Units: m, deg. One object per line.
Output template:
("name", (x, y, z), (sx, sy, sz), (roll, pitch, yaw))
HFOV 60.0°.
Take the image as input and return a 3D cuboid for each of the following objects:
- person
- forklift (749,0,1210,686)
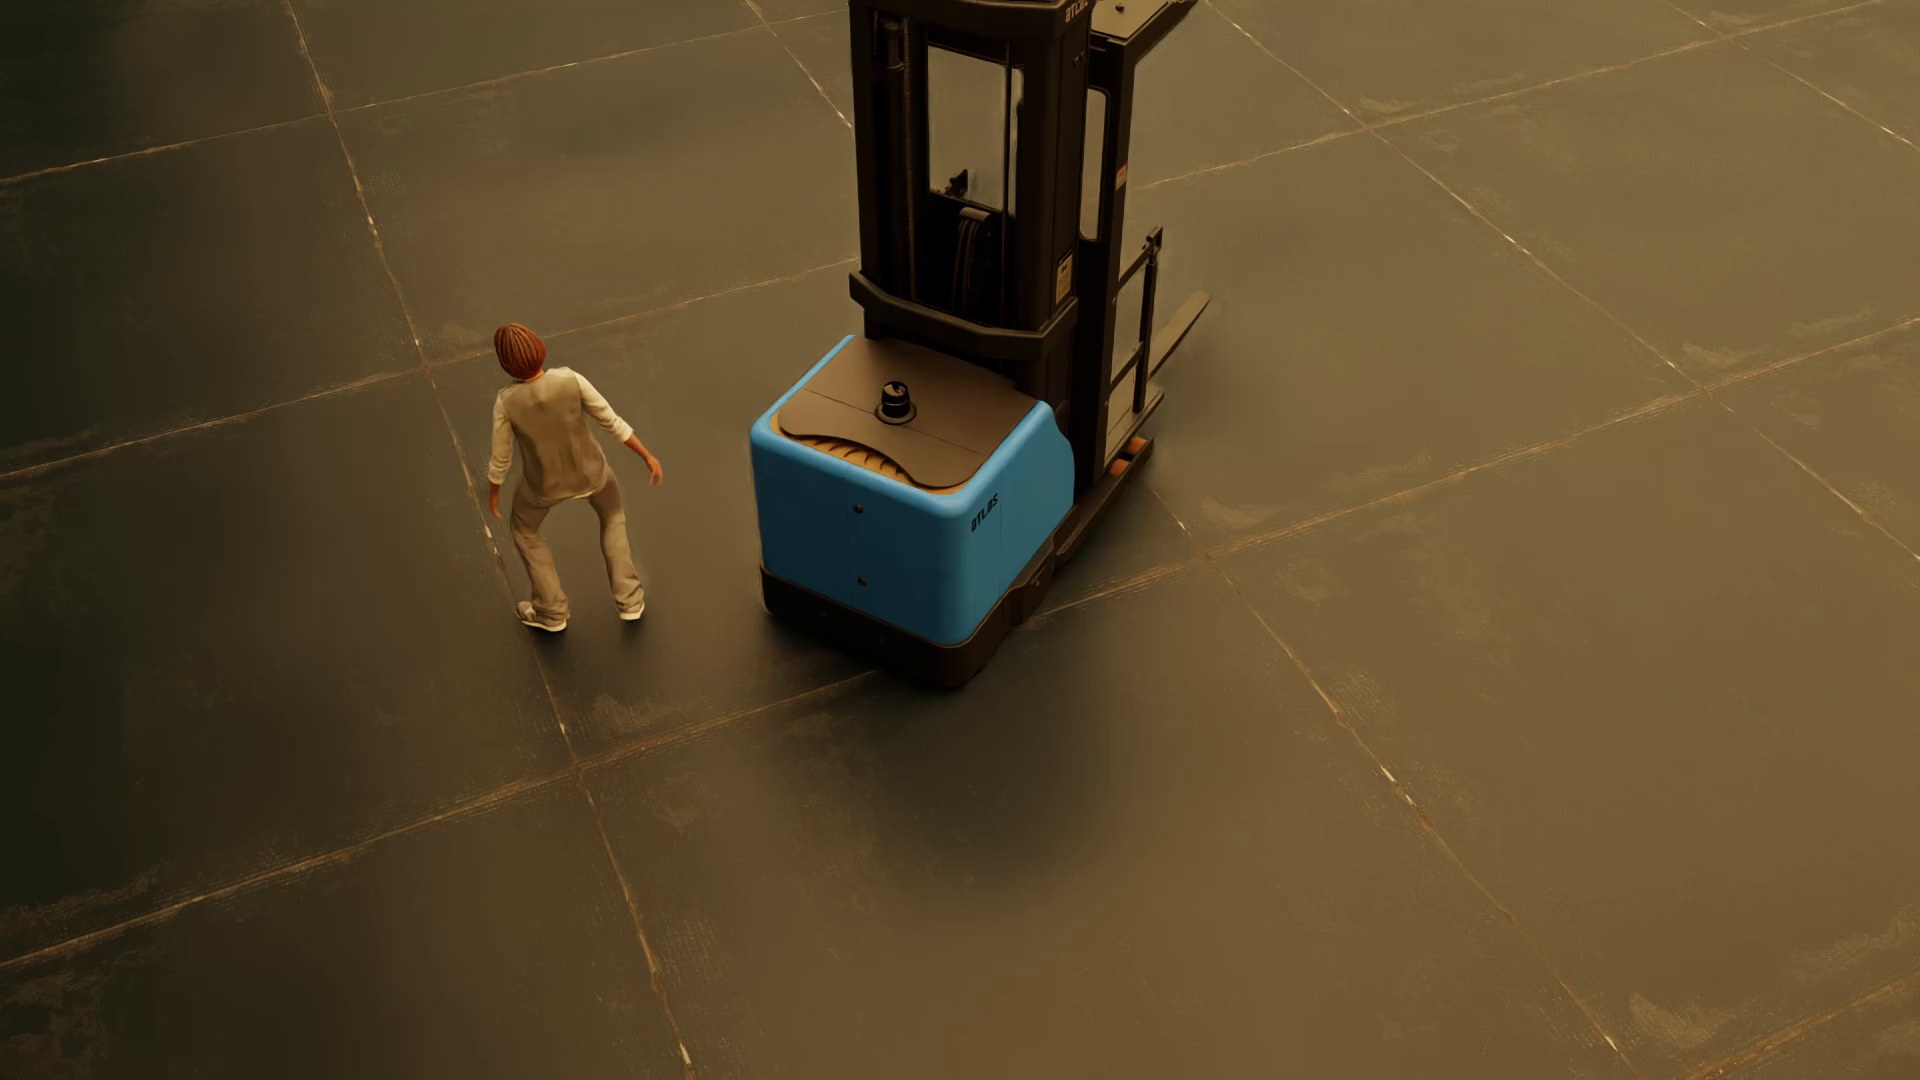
("person", (-1.621, -0.243, 6.983), (0.734, 1.518, 0.436), (-12, 44, -12))
("forklift", (0.294, -1.444, 7.227), (1.130, 2.935, 3.031), (21, 47, 21))
